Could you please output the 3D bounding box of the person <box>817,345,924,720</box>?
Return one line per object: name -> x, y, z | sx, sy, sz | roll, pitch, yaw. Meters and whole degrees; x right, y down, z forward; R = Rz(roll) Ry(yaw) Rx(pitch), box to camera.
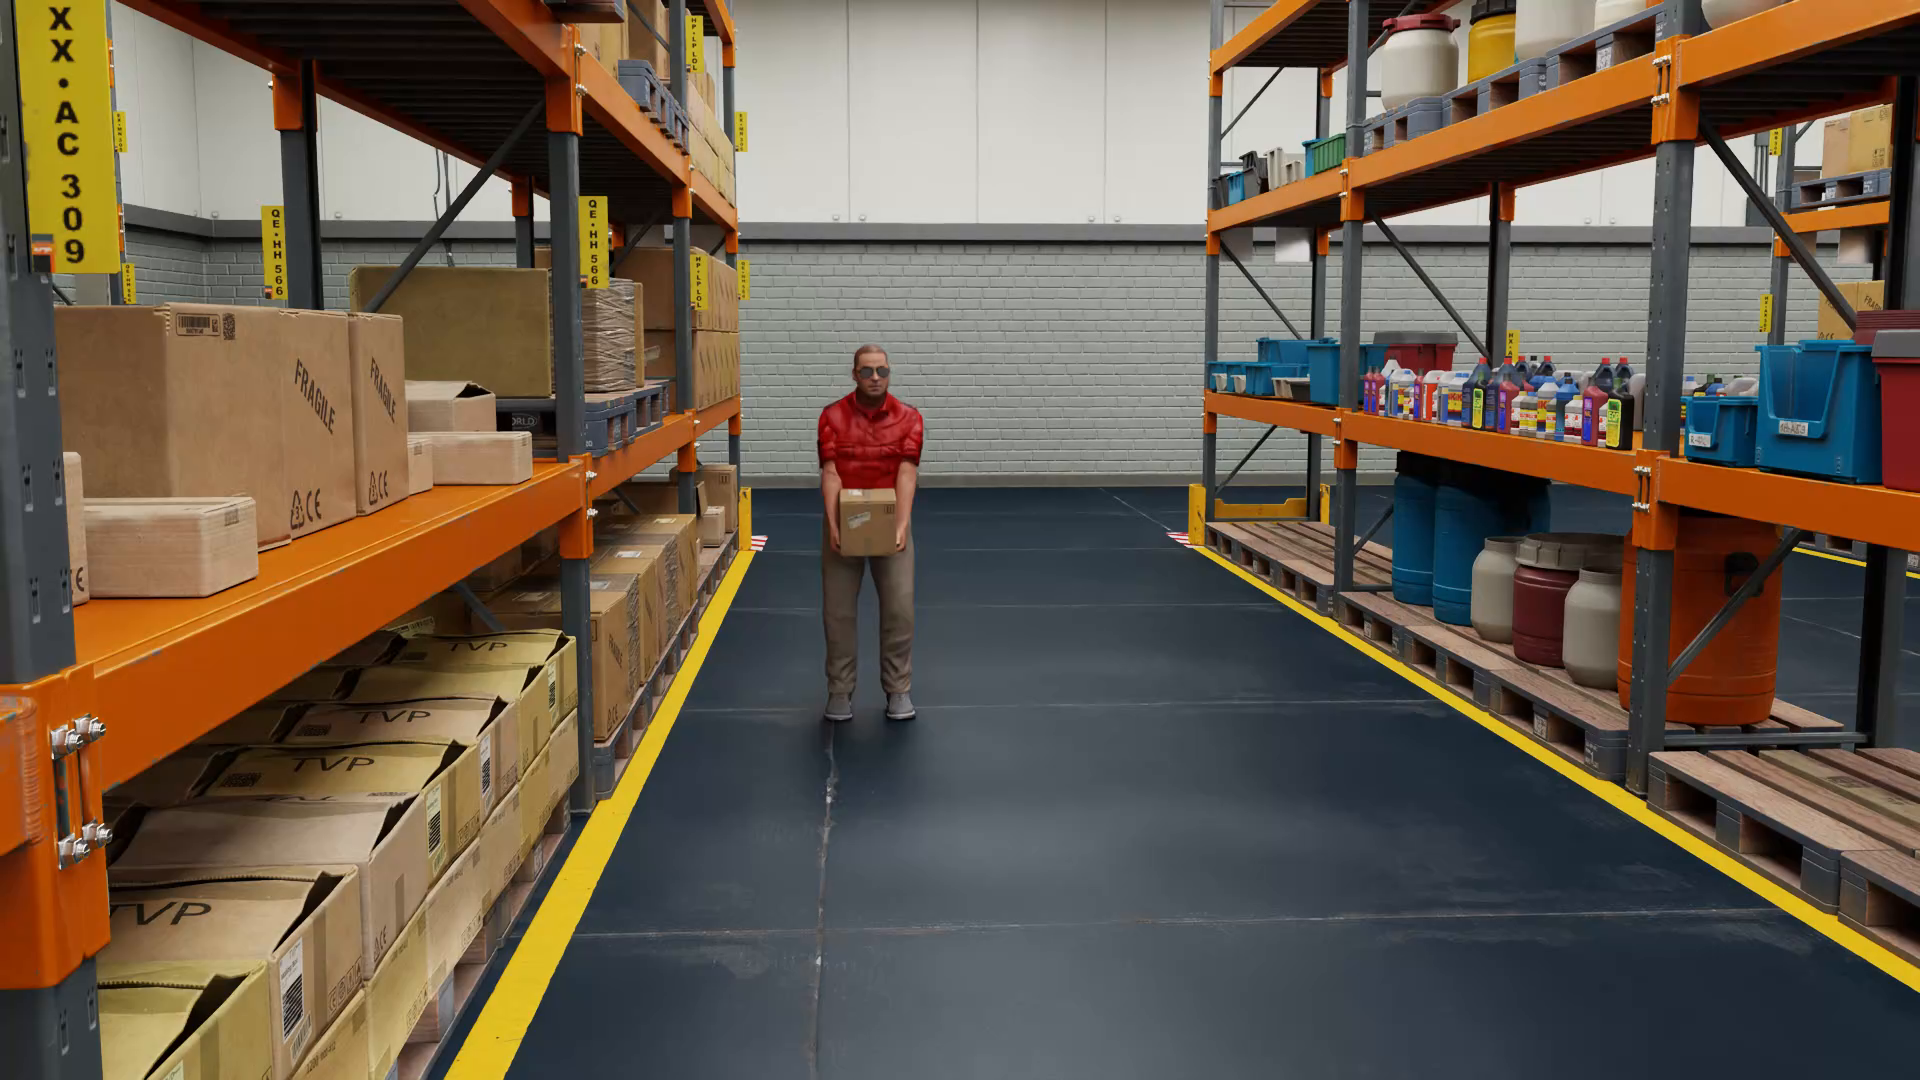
person -> -0.407, -0.028, 7.617 | 0.486, 1.720, 0.564 | 0, 7, -4
